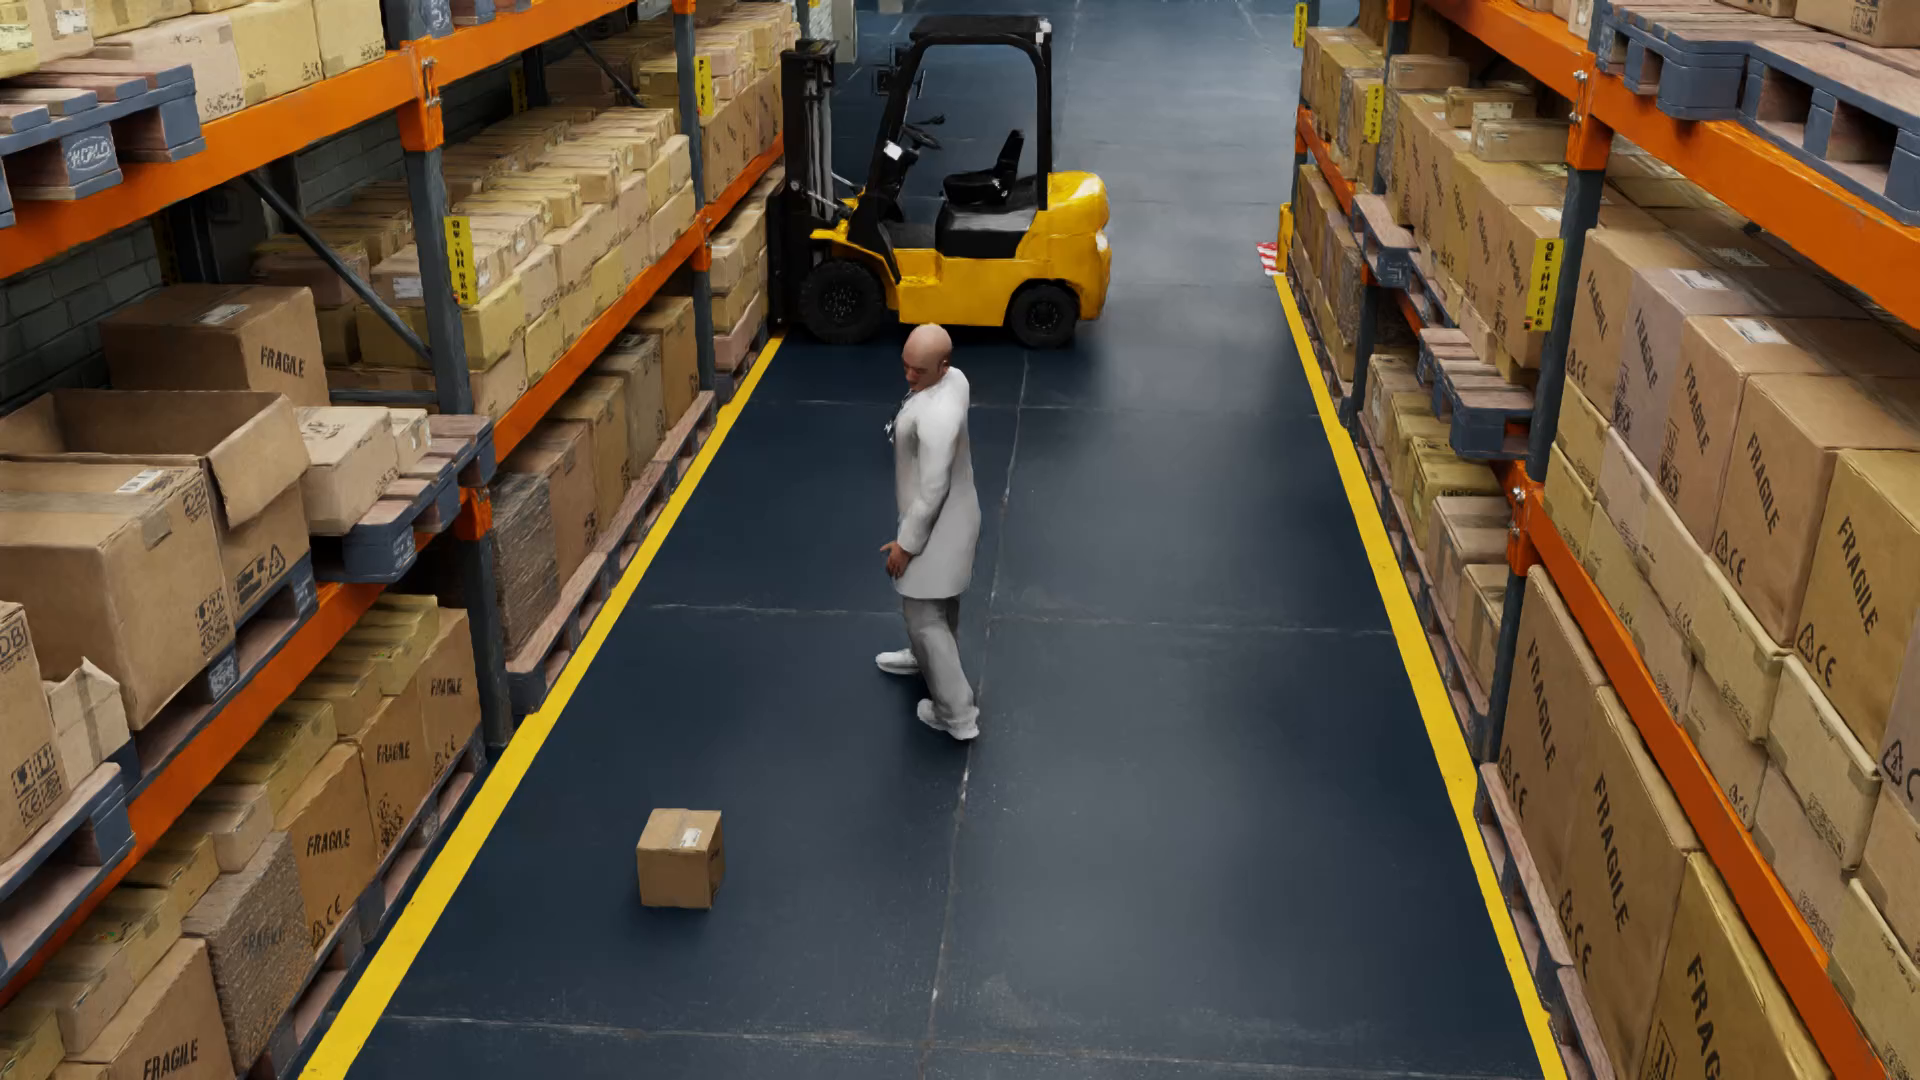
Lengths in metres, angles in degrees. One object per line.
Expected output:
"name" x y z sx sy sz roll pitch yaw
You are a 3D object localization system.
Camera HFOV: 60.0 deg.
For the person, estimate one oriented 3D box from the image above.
"person" -0.156 -0.074 6.826 0.614 1.774 0.671 7 25 15
